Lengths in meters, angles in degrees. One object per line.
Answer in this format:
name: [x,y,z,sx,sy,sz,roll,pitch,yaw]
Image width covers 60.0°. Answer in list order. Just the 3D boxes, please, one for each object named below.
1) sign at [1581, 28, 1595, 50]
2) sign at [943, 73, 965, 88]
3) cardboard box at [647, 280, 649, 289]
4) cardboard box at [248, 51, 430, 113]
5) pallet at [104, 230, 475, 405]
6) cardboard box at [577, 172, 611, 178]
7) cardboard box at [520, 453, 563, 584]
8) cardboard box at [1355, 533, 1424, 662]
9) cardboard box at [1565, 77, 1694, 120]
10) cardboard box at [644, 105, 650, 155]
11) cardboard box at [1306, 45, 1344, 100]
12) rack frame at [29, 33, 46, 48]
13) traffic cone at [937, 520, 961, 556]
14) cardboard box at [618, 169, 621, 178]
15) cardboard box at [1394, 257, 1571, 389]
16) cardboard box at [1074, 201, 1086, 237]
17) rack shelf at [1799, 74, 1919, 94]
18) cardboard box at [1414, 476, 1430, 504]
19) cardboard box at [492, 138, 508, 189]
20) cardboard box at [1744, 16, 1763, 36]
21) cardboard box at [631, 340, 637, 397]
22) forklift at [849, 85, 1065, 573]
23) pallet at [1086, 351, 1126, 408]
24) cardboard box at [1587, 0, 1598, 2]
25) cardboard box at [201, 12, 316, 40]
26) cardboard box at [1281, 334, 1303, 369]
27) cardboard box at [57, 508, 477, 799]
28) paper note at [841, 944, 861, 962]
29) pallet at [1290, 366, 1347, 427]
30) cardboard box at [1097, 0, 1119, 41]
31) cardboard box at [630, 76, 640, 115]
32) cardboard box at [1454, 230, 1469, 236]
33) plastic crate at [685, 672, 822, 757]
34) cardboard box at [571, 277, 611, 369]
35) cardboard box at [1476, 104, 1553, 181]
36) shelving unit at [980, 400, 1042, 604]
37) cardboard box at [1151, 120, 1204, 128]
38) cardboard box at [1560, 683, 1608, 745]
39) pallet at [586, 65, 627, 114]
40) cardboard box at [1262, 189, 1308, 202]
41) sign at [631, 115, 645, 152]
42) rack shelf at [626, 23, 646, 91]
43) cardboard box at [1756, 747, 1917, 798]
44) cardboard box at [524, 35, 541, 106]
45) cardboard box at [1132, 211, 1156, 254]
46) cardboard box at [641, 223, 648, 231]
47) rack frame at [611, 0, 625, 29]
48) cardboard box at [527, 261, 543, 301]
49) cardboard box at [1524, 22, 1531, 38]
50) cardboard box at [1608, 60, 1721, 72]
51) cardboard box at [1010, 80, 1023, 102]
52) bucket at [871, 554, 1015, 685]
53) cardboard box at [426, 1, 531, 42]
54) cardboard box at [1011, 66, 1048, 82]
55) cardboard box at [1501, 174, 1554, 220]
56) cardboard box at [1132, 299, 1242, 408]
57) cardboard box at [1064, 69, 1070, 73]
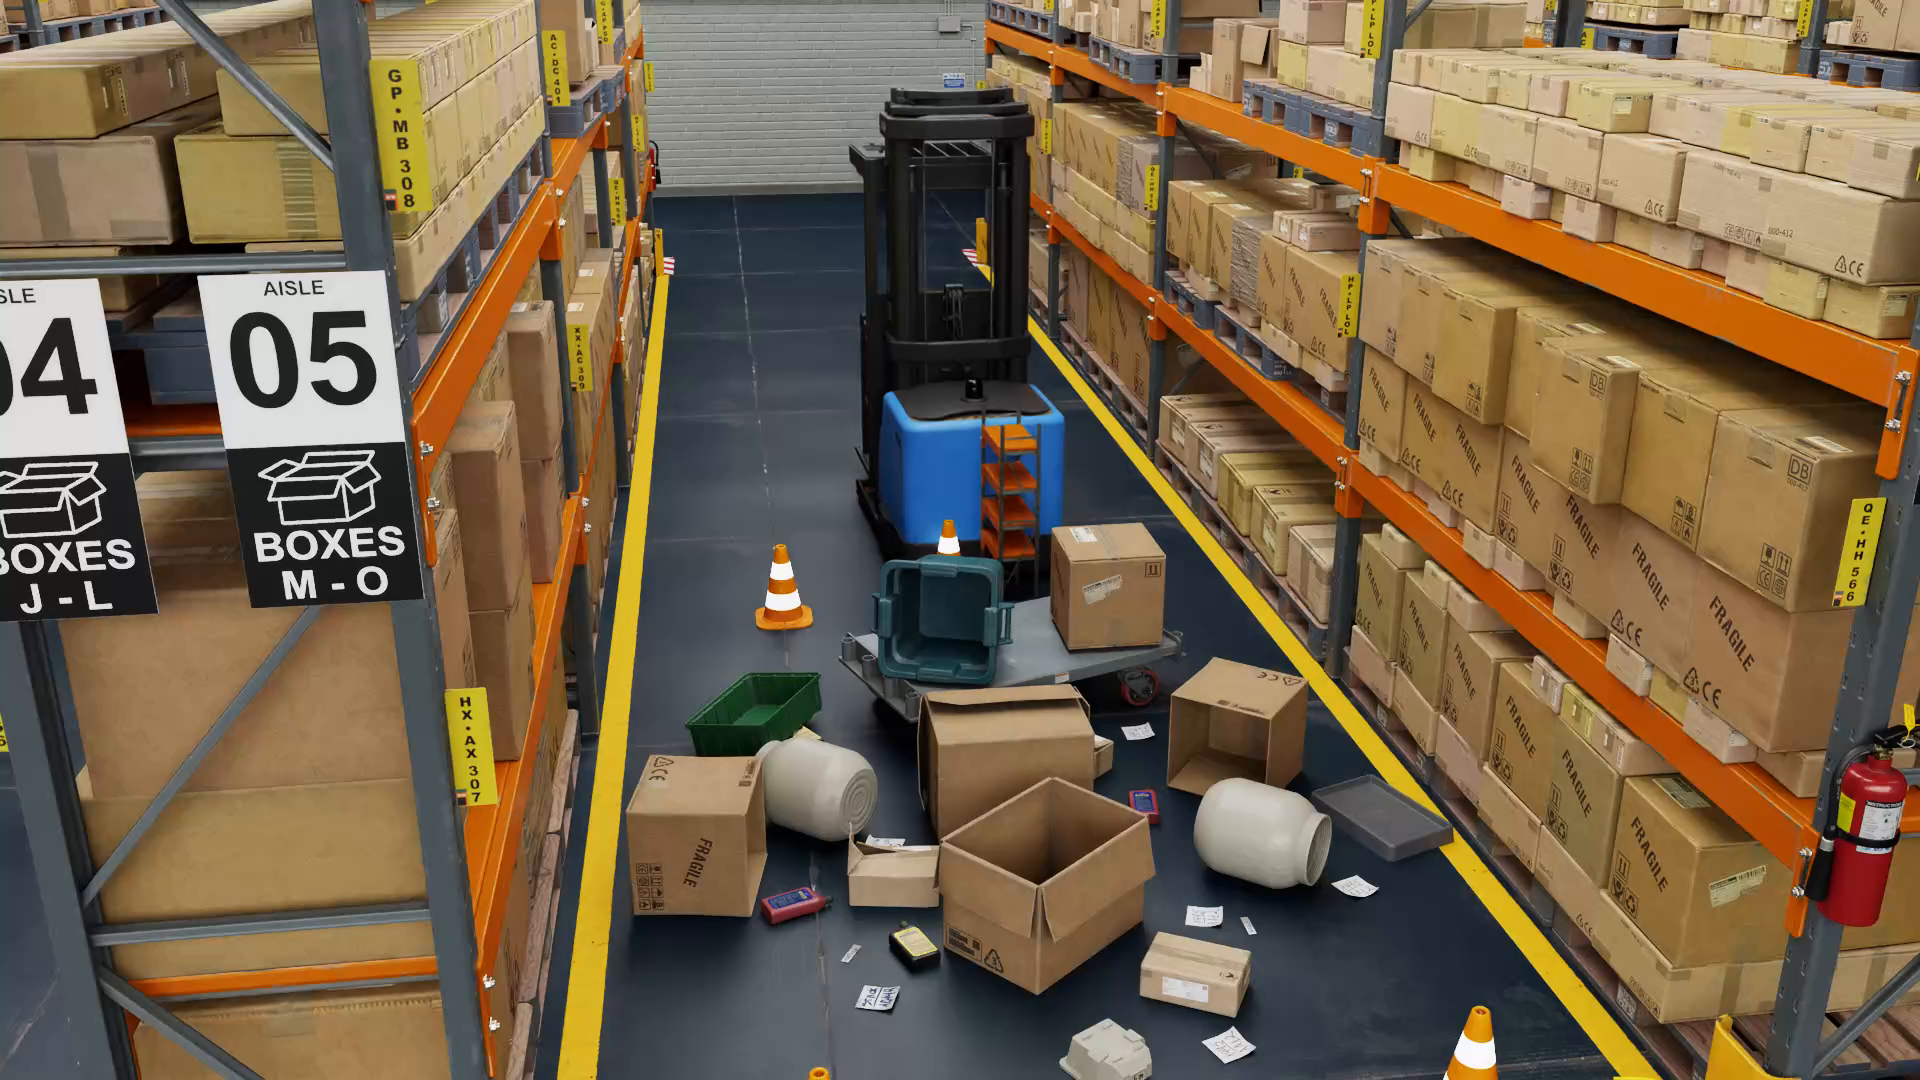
sign: [3.065,-2.356,8.212,0.100,0.325,0.005,-3,21,-8]
sign: [-0.093,-6.930,25.098,0.327,0.218,0.001,-3,21,-8]
cardboard box: [-3.545,-2.793,17.882,0.380,0.149,0.250,-3,21,-7]
cardboard box: [-1.546,-1.132,4.150,0.380,0.149,0.250,-3,21,-7]
pallet: [-1.895,-0.629,4.454,1.003,0.211,1.213,-3,21,-8]
cardboard box: [-3.069,-2.941,13.713,0.380,0.149,0.250,-4,21,-10]
cardboard box: [-2.188,-0.148,7.111,0.875,0.550,0.550,-3,21,-8]
cardboard box: [2.347,0.279,8.440,0.500,0.500,0.500,-2,21,-5]
cardboard box: [2.558,-1.680,6.360,0.380,0.149,0.250,-3,21,-7]
cardboard box: [-3.765,-4.593,18.657,0.500,0.500,0.500,-2,21,-7]
cardboard box: [2.234,-2.581,9.166,0.500,0.250,0.500,-3,21,-7]
rack frame: [-8.430,-2.949,14.825,1.000,3.000,0.127,-3,21,-8]
traffic cone: [-0.066,0.101,10.285,0.336,0.463,0.334,-3,21,-8]
cardboard box: [-3.255,-3.255,14.977,0.380,0.149,0.250,-2,21,-6]
cardboard box: [2.430,-0.992,7.589,0.700,0.500,0.500,-3,21,-7]
cardboard box: [1.313,-2.856,14.789,0.500,0.250,0.500,-3,21,-8]
rack shelf: [7.152,-2.691,10.876,1.077,0.370,4.000,-3,21,-8]
cardboard box: [2.414,-0.261,7.986,0.380,0.149,0.250,-3,21,-8]
cardboard box: [-1.765,-1.287,5.704,0.380,0.149,0.250,-3,21,-8]
cardboard box: [6.544,-4.131,13.346,0.380,0.149,0.250,-2,21,-7]
cardboard box: [-2.935,-1.414,13.688,0.500,0.500,0.500,-3,21,-9]
forklift: [-0.134,-1.603,11.319,1.130,2.935,3.031,-4,21,-11]
pallet: [1.741,-1.456,14.812,1.003,0.211,1.213,-3,21,-8]
cardboard box: [6.000,-5.067,15.398,0.380,0.149,0.250,-3,21,-9]
cardboard box: [-2.489,-1.803,5.945,0.380,0.149,0.250,-3,21,-7]
cardboard box: [2.089,-1.102,9.638,0.380,0.149,0.250,-3,21,-9]
cardboard box: [-1.793,0.284,4.411,0.875,0.550,0.550,-3,21,-8]
paper note: [-0.440,1.672,6.725,0.032,0.001,0.123,8,22,20]
pallet: [2.563,-0.861,9.509,1.003,0.211,1.213,-3,21,-8]
cardboard box: [1.412,-4.308,13.434,0.500,0.500,0.500,-3,21,-7]
cardboard box: [-3.463,-4.342,16.557,0.500,0.500,0.500,-3,21,-7]
cardboard box: [5.940,-3.237,18.569,0.700,0.500,0.500,-4,21,-10]
plastic crate: [-1.033,0.890,8.482,0.450,0.188,0.662,-2,18,24]
cardboard box: [-2.458,-1.338,10.368,0.500,0.500,0.500,-3,21,-9]
cardboard box: [2.465,-1.635,6.808,0.500,0.250,0.500,-3,21,-7]
shelving unit: [0.300,-0.187,10.003,0.258,1.200,0.503,-4,21,-11]
cardboard box: [1.914,-3.288,14.161,0.500,0.500,0.500,-3,21,-7]
cardboard box: [2.580,0.667,6.474,0.380,0.149,0.250,-3,21,-7]
pallet: [-2.786,-2.876,10.611,1.213,0.211,1.003,-2,21,-5]
cardboard box: [2.379,-2.125,11.450,0.500,0.500,0.500,-3,21,-9]
sign: [-2.959,-3.736,15.276,0.100,0.325,0.005,-3,21,-8]
rack shelf: [-3.796,-4.925,16.856,1.077,0.370,4.000,-3,21,-8]
cardboard box: [2.840,0.705,5.401,0.380,0.149,0.250,-2,21,-6]
cardboard box: [-2.029,-1.955,6.921,0.500,0.250,0.500,-3,21,-8]
cardboard box: [1.632,-2.383,12.808,0.500,0.250,0.500,-3,21,-8]
cardboard box: [-3.757,-3.518,18.974,0.380,0.149,0.250,-3,21,-7]
rack frame: [-3.508,-5.975,14.351,1.000,3.000,0.127,-3,21,-8]
cardboard box: [-2.432,-1.081,8.252,0.700,0.500,0.500,-3,21,-9]
cardboard box: [5.911,-5.182,16.877,0.380,0.149,0.250,-3,21,-8]
cardboard box: [3.021,-1.977,7.155,0.380,0.149,0.250,-2,21,-6]
cardboard box: [0.823,-4.639,17.779,0.500,0.500,0.500,-3,21,-8]
bucket: [-0.053,0.358,8.477,0.726,0.611,0.620,4,11,11]
cardboard box: [-1.950,-2.101,6.743,0.380,0.149,0.250,-3,21,-8]
cardboard box: [0.759,-4.977,17.755,0.380,0.149,0.250,-3,21,-9]
cardboard box: [2.431,-1.395,6.737,0.380,0.149,0.250,-3,21,-9]
cardboard box: [1.935,-1.509,13.405,0.875,0.875,0.875,-3,21,-8]
cardboard box: [1.307,-5.008,17.838,0.380,0.149,0.250,-2,21,-6]
